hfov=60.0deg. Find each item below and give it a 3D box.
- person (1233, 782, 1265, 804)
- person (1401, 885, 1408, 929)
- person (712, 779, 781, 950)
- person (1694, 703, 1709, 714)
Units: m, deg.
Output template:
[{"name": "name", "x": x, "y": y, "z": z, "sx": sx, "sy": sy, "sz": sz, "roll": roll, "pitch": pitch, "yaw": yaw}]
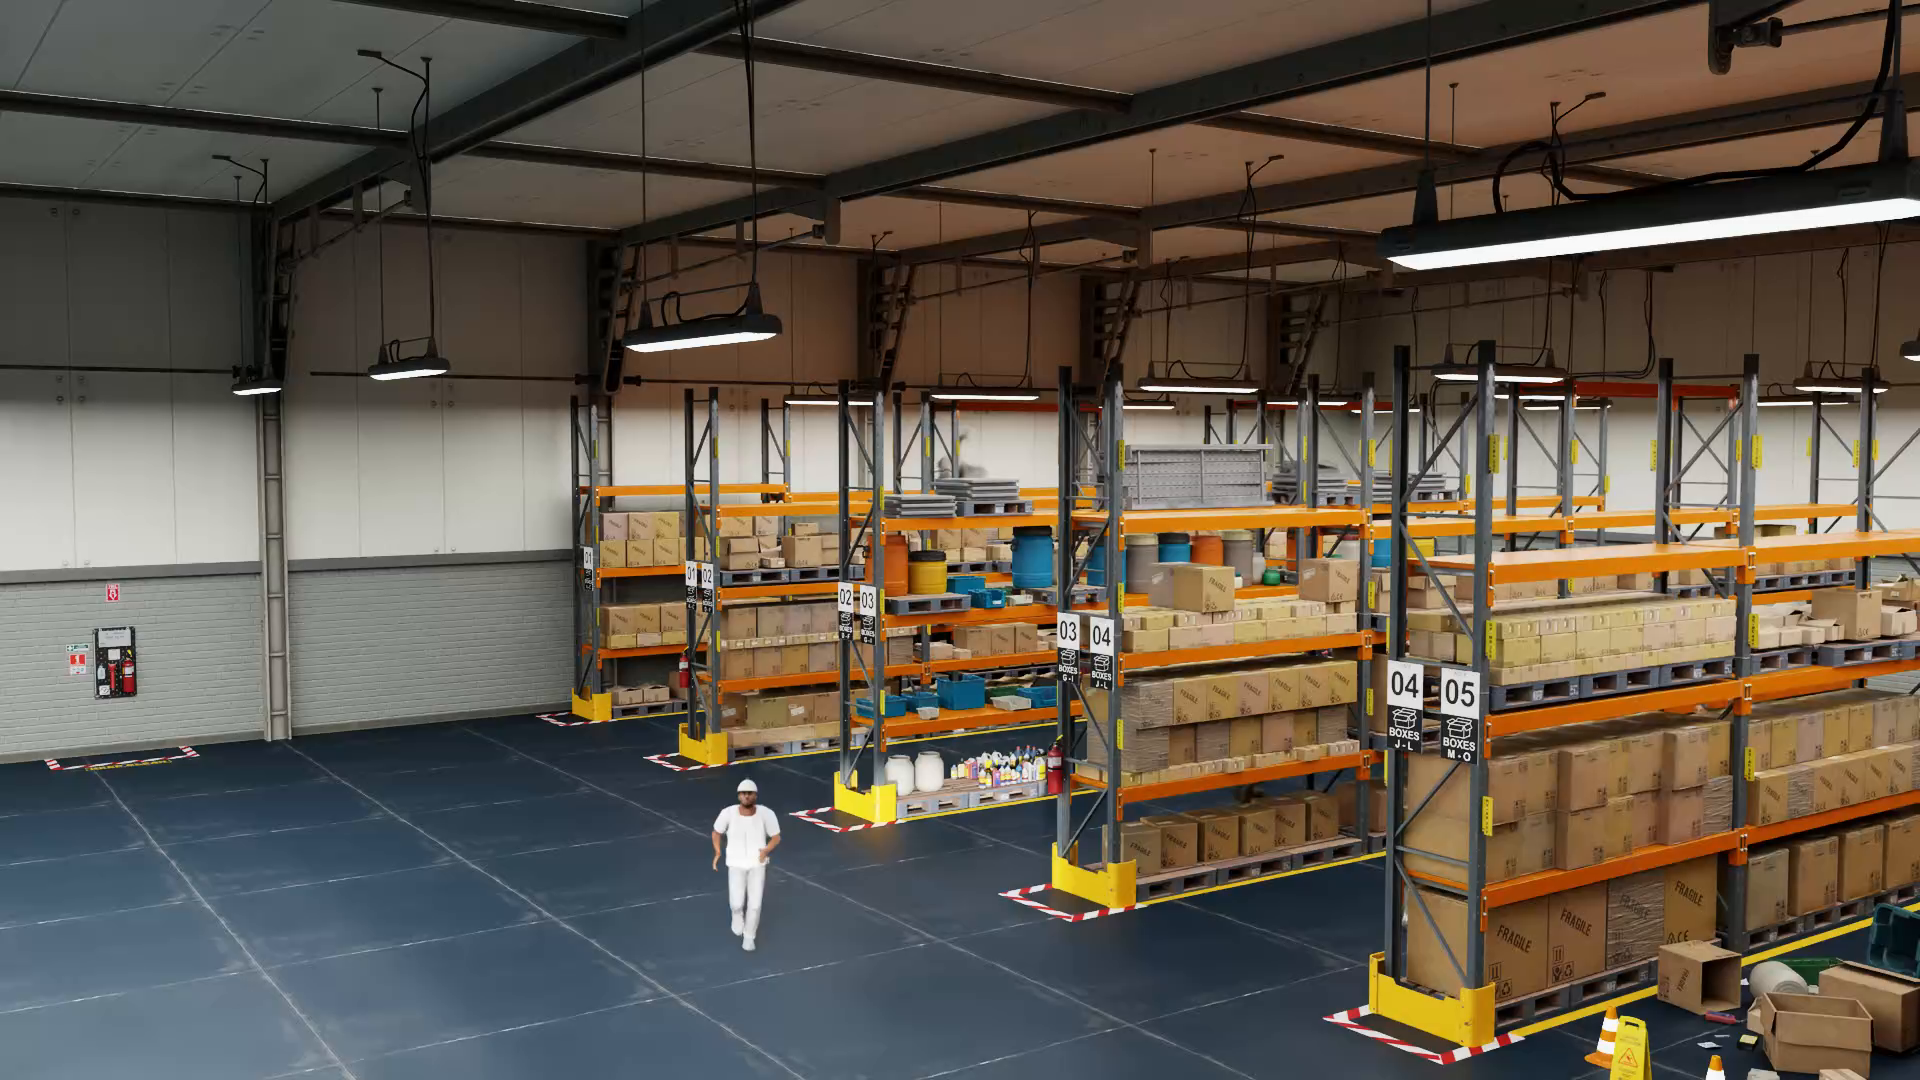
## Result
[{"name": "person", "x": 3.877, "y": 2.975, "z": 22.056, "sx": 0.756, "sy": 1.743, "sz": 0.711, "roll": -3, "pitch": 5, "yaw": -44}, {"name": "person", "x": 4.909, "y": 3.311, "z": 17.693, "sx": 0.504, "sy": 1.619, "sz": 0.711, "roll": 3, "pitch": 4, "yaw": 40}, {"name": "person", "x": -2.164, "y": 3.290, "z": 16.860, "sx": 0.699, "sy": 1.722, "sz": 0.580, "roll": 0, "pitch": 3, "yaw": -6}, {"name": "person", "x": 9.946, "y": 3.026, "z": 22.307, "sx": 0.722, "sy": 1.674, "sz": 0.581, "roll": -2, "pitch": 4, "yaw": -36}]
